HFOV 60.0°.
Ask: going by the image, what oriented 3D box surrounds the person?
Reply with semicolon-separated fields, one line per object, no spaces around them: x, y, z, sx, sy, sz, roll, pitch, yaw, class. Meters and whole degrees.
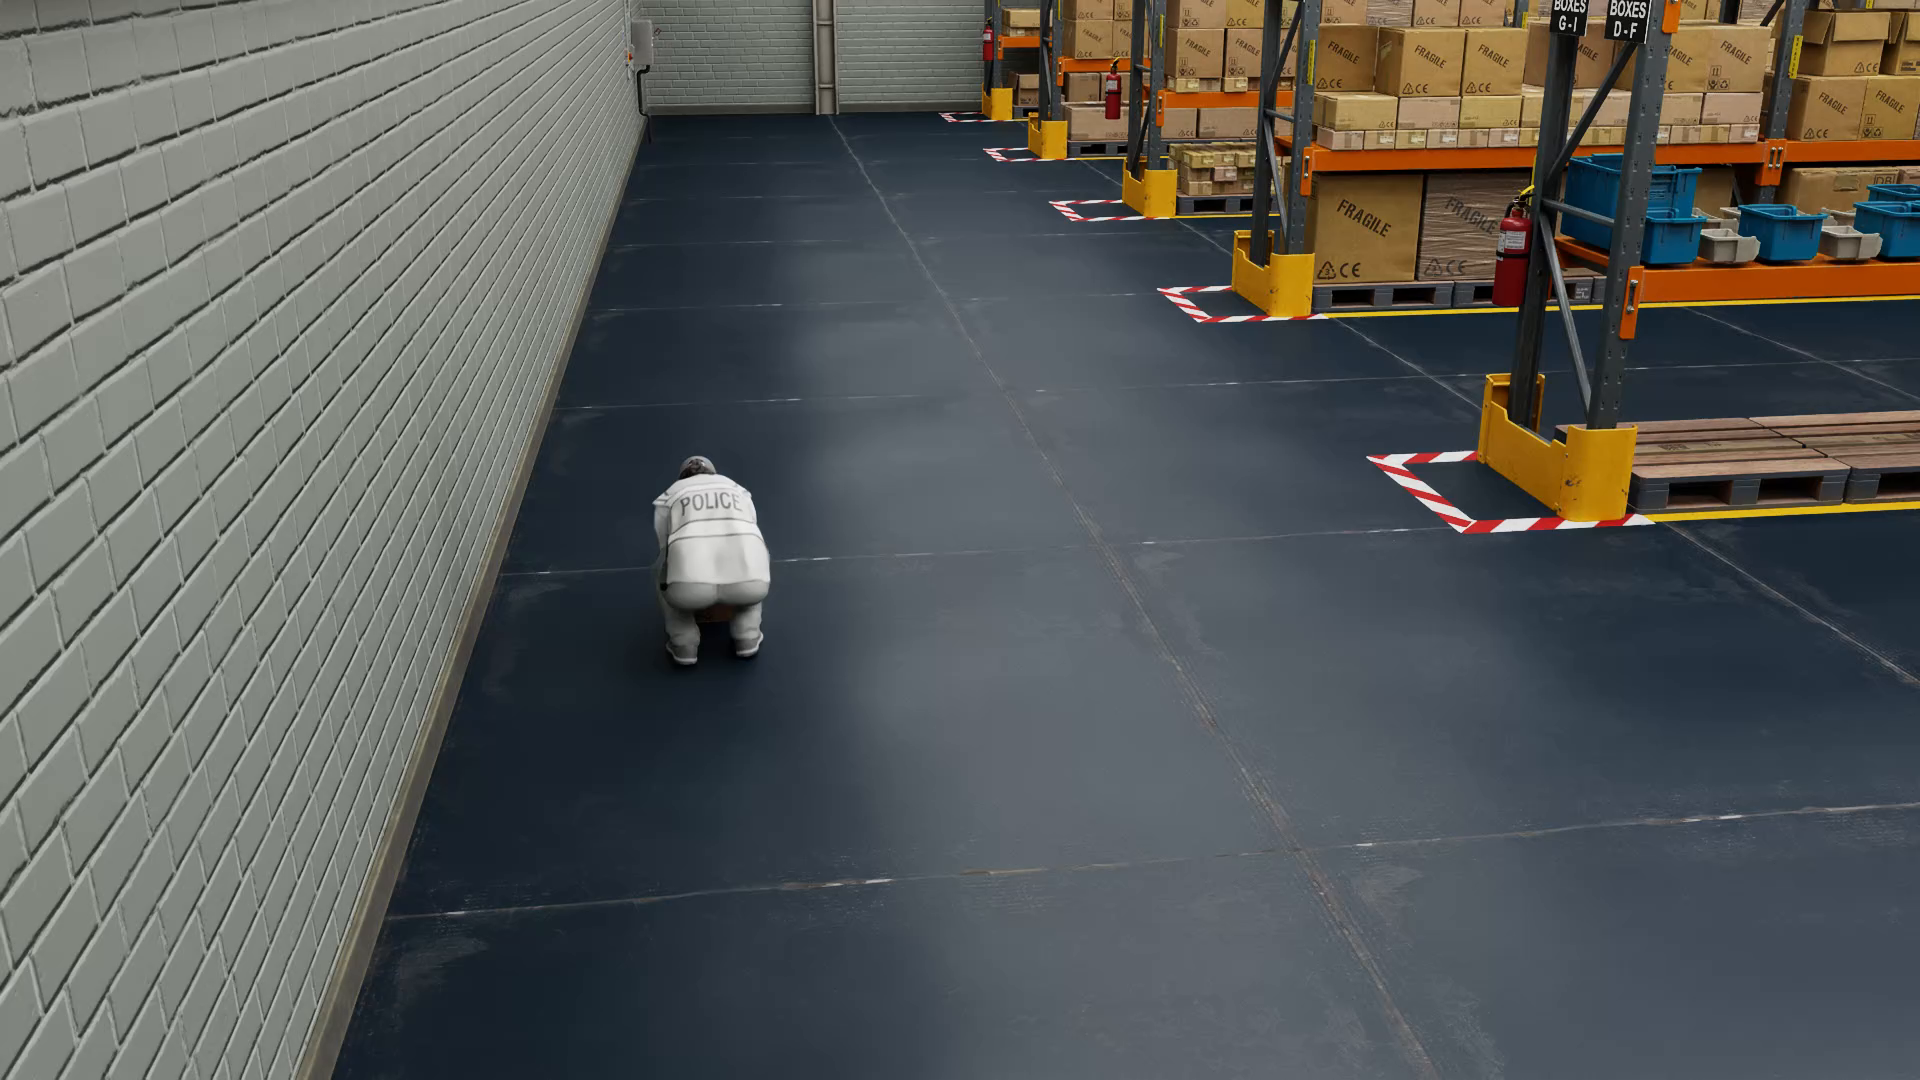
-1.076;0.121;7.181;0.515;0.806;0.906;-3;20;-9;person
